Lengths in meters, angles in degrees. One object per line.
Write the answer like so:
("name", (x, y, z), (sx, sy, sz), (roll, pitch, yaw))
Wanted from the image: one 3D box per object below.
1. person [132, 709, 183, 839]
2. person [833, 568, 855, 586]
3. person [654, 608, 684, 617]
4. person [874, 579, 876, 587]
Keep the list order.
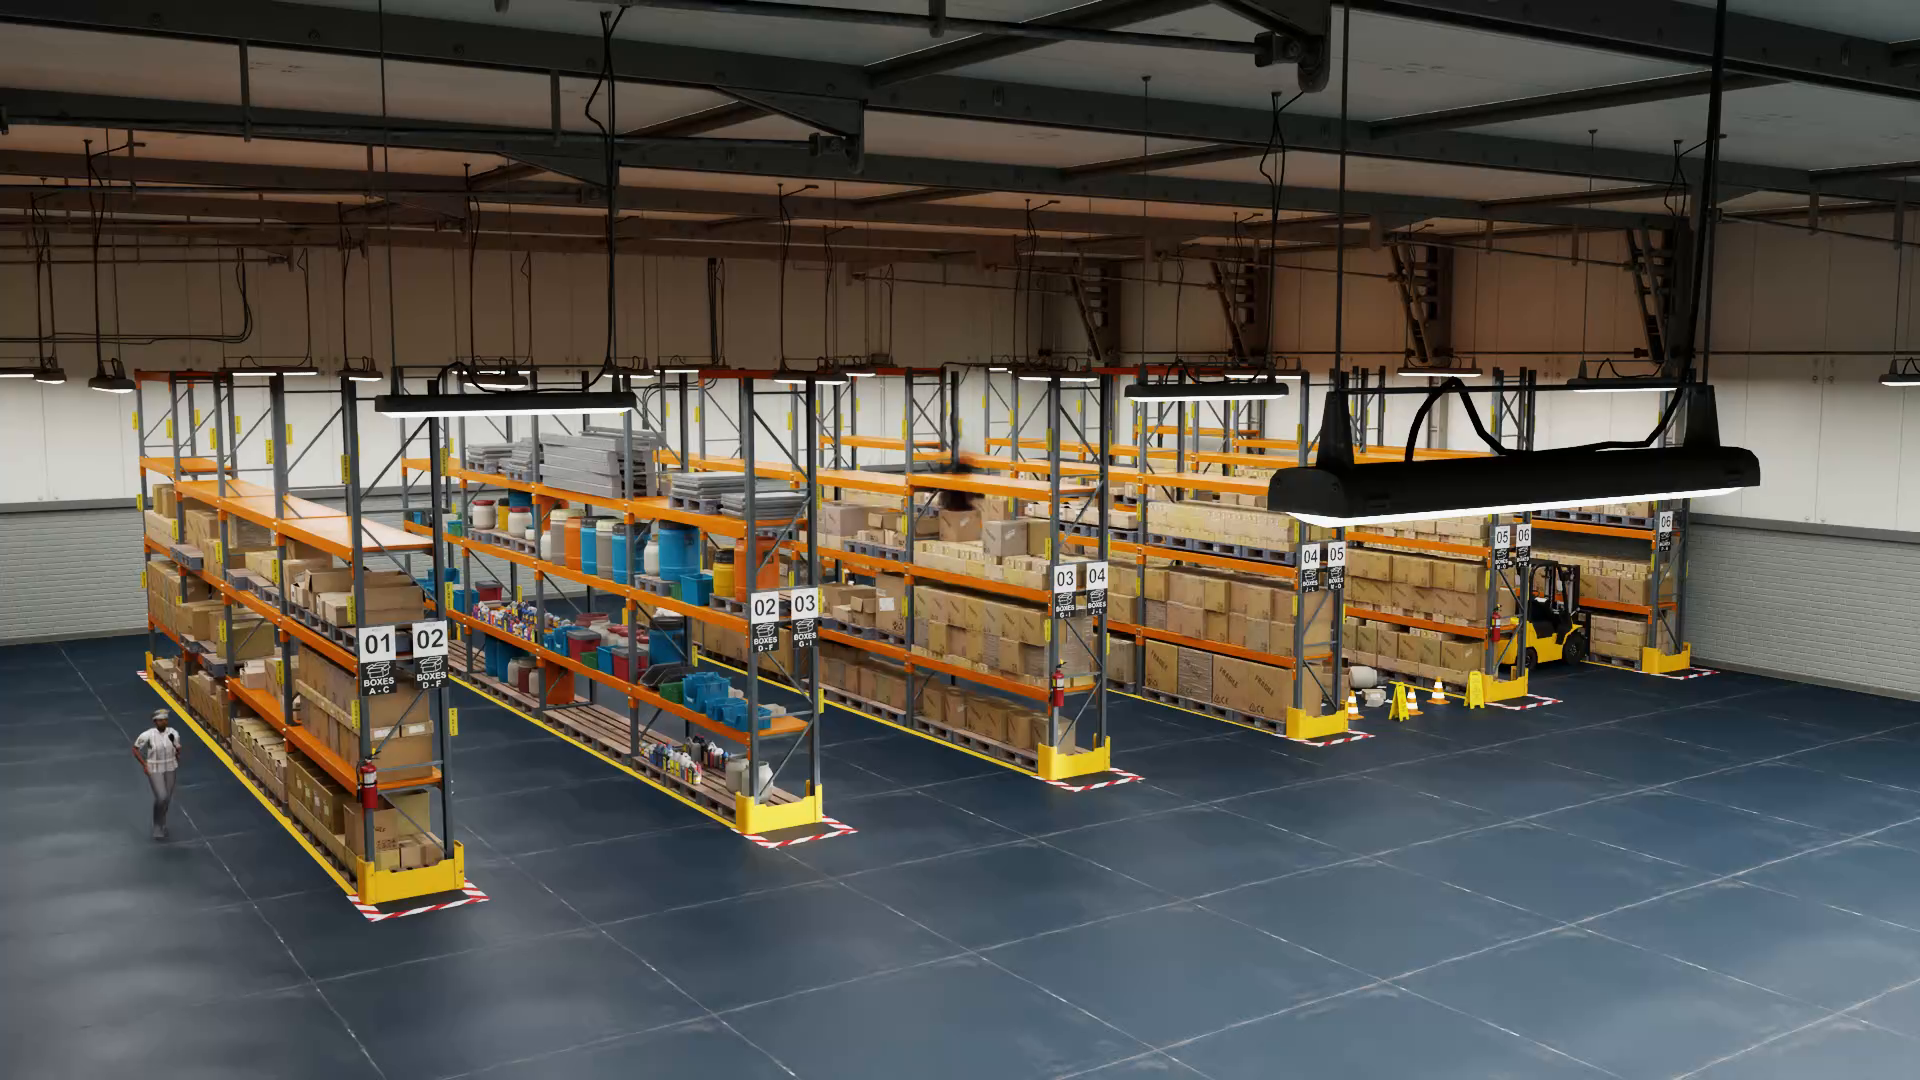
("person", (-10.441, 3.052, 21.762), (0.702, 1.721, 0.549), (6, 8, 41))
("person", (-2.438, 1.471, 35.375), (0.697, 1.753, 0.672), (-6, 9, -41))
("person", (-5.579, 1.842, 32.127), (0.672, 1.769, 0.687), (-5, 8, -37))
("person", (-1.932, 0.852, 41.721), (0.523, 1.611, 0.624), (5, 8, 35))
